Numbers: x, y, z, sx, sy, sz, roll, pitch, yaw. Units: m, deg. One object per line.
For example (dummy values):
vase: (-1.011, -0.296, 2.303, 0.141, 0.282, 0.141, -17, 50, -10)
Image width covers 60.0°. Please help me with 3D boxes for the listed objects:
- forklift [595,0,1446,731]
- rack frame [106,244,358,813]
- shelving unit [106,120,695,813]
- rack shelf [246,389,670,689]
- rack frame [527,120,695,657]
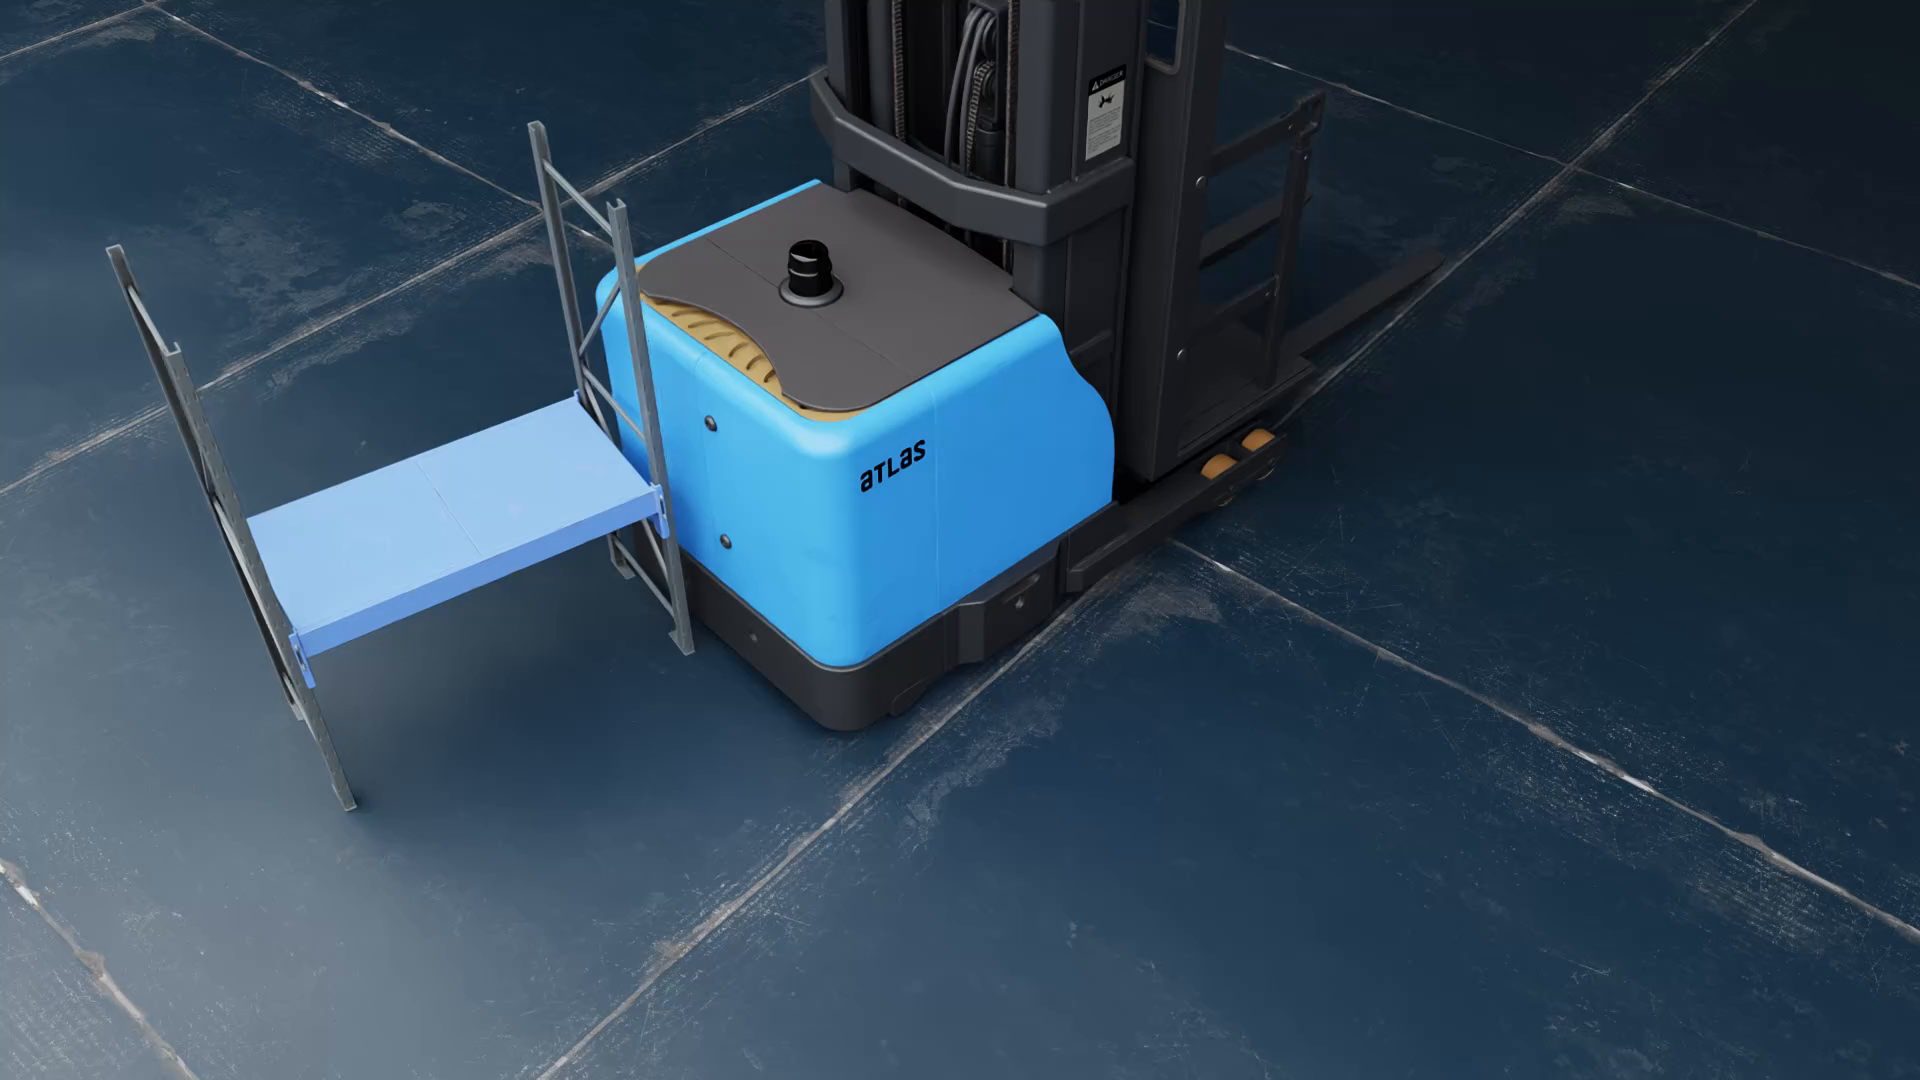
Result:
forklift: (0.433, -1.427, 4.640, 3.031, 2.935, 1.130, -32, 51, -30)
rack frame: (-1.770, 0.031, 4.101, 0.032, 1.500, 0.500, -25, 48, -25)
shelving unit: (-1.351, -0.163, 4.314, 1.048, 1.500, 0.538, -25, 48, -25)
rack shelf: (-1.351, -0.030, 4.435, 1.000, 0.185, 0.538, -25, 48, -25)
rack frame: (-0.932, -0.356, 4.527, 0.032, 1.500, 0.500, -25, 48, -25)
